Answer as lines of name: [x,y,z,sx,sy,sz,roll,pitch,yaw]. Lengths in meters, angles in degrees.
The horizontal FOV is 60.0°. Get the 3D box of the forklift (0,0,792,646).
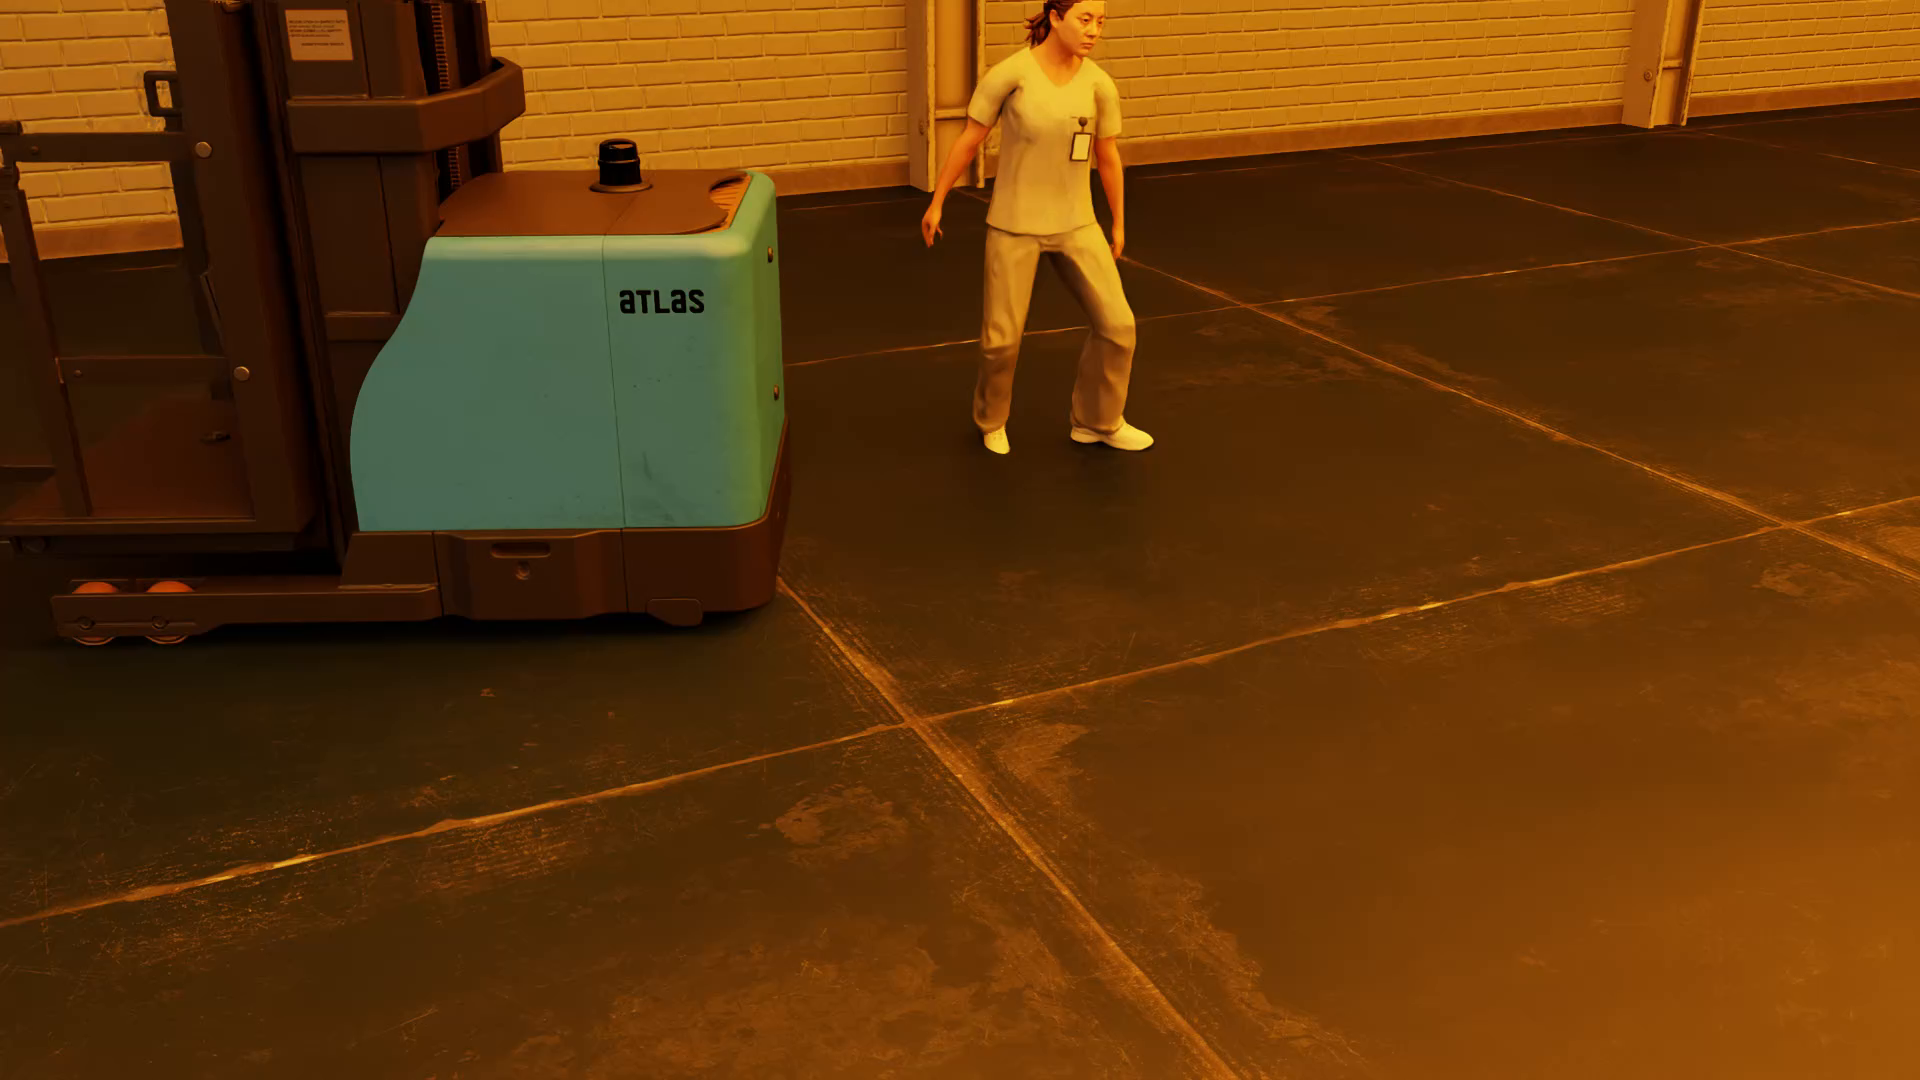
forklift: [-2.040,-1.279,4.364,3.031,2.935,1.130,-1,23,-2]

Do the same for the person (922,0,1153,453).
person: [0.271,-1.058,5.614,0.801,1.651,0.463,-3,23,-7]
